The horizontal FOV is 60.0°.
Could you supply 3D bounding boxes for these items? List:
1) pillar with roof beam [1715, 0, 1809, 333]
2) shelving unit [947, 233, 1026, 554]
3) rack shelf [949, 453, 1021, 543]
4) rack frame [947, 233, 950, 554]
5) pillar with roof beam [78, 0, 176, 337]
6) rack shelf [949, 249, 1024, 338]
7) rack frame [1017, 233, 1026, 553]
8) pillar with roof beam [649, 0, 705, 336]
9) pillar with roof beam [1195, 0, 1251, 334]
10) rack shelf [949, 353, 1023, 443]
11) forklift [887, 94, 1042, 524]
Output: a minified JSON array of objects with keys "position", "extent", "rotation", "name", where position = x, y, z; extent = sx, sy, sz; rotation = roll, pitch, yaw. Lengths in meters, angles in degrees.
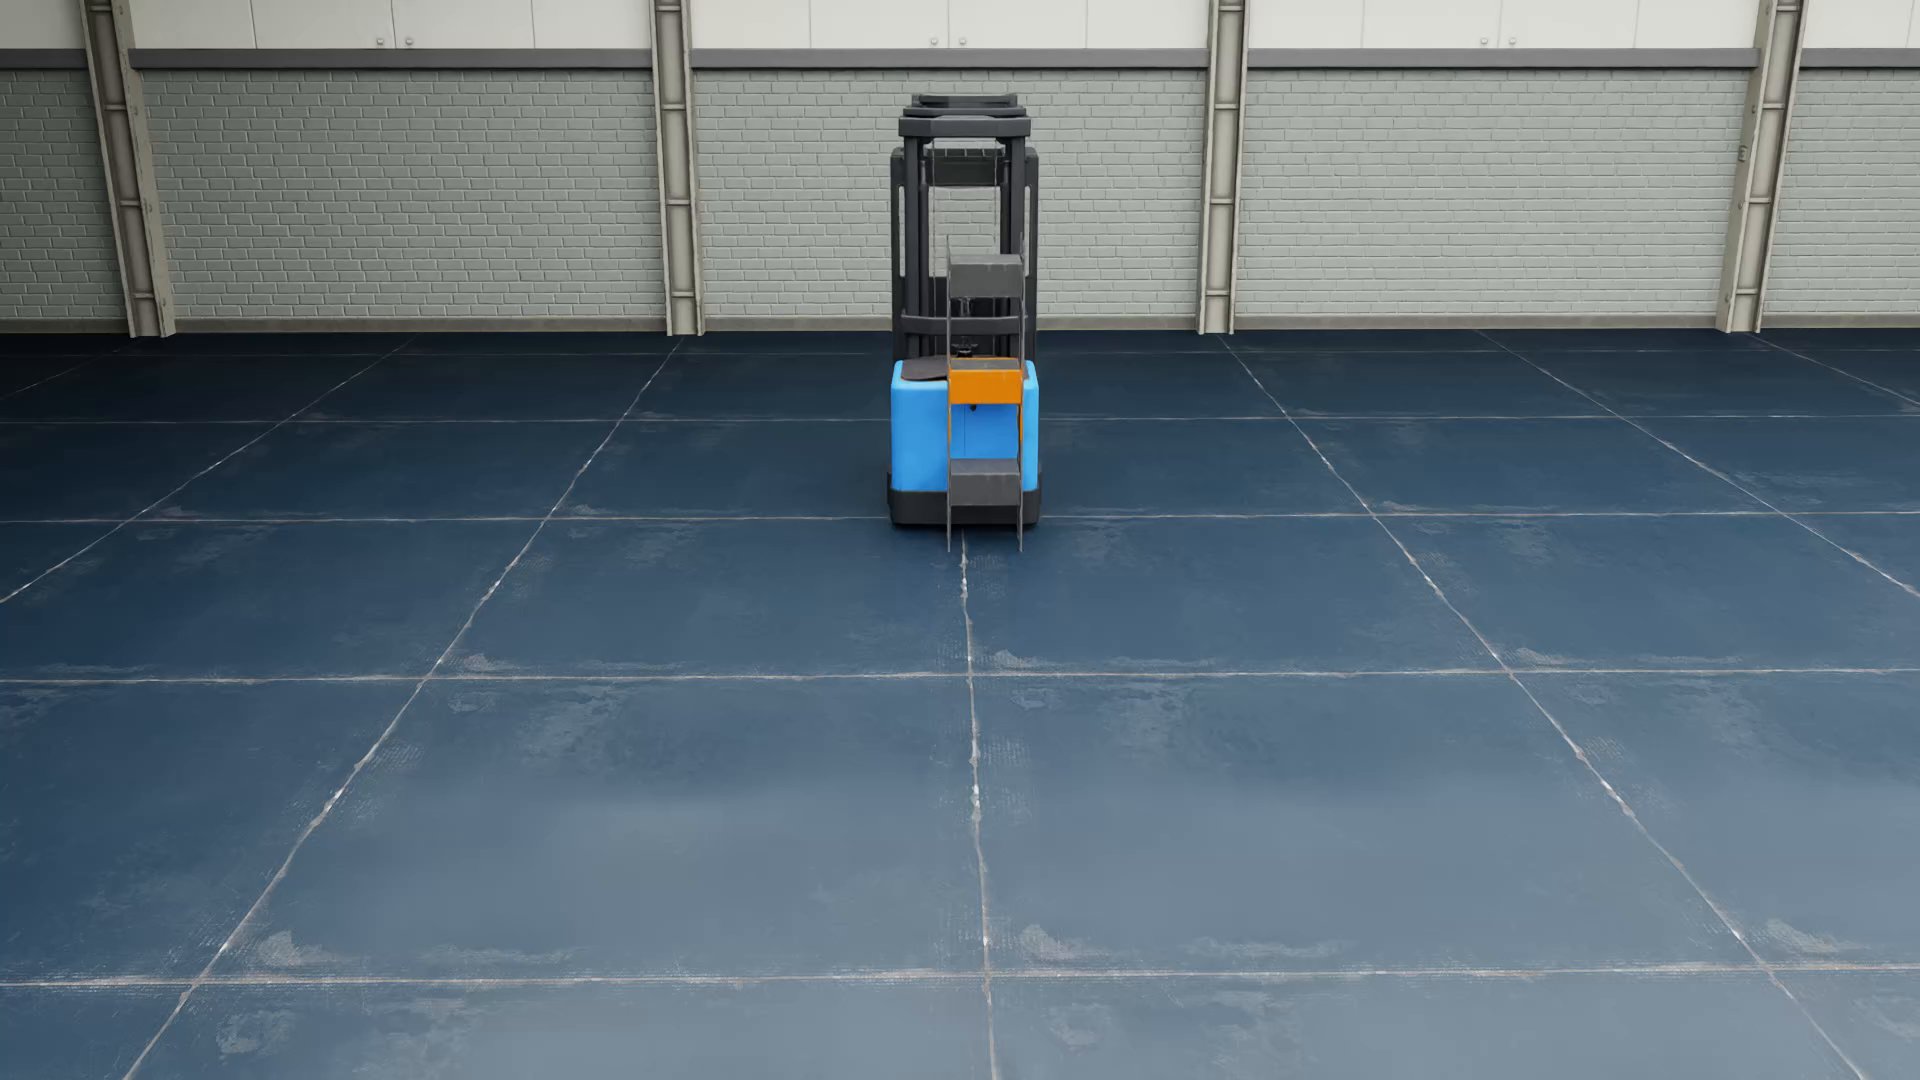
[{"position":[8.963,-5.374,13.569],"extent":[0.400,9.000,9.100],"rotation":[0,18,-1],"name":"pillar with roof beam"},{"position":[0.166,-0.970,11.133],"extent":[0.503,2.100,0.431],"rotation":[0,18,-1],"name":"shelving unit"},{"position":[0.166,-0.290,11.351],"extent":[0.480,0.518,0.431],"rotation":[0,18,-1],"name":"rack shelf"},{"position":[-0.078,-0.968,11.129],"extent":[0.015,2.100,0.400],"rotation":[0,18,-1],"name":"rack frame"},{"position":[-9.034,-5.288,13.299],"extent":[0.400,9.000,9.100],"rotation":[0,18,-1],"name":"pillar with roof beam"},{"position":[0.166,-1.623,10.923],"extent":[0.480,0.518,0.431],"rotation":[0,18,-1],"name":"rack shelf"},{"position":[0.410,-0.971,11.136],"extent":[0.015,2.100,0.400],"rotation":[0,18,-1],"name":"rack frame"},{"position":[-3.035,-5.317,13.389],"extent":[0.400,9.000,9.100],"rotation":[0,18,-1],"name":"pillar with roof beam"},{"position":[2.964,-5.345,13.479],"extent":[0.400,9.000,9.100],"rotation":[0,18,-1],"name":"pillar with roof beam"},{"position":[0.166,-0.957,11.137],"extent":[0.480,0.518,0.431],"rotation":[0,18,-1],"name":"rack shelf"},{"position":[0.032,-1.901,12.676],"extent":[1.130,2.935,3.031],"rotation":[0,18,0],"name":"forklift"}]
